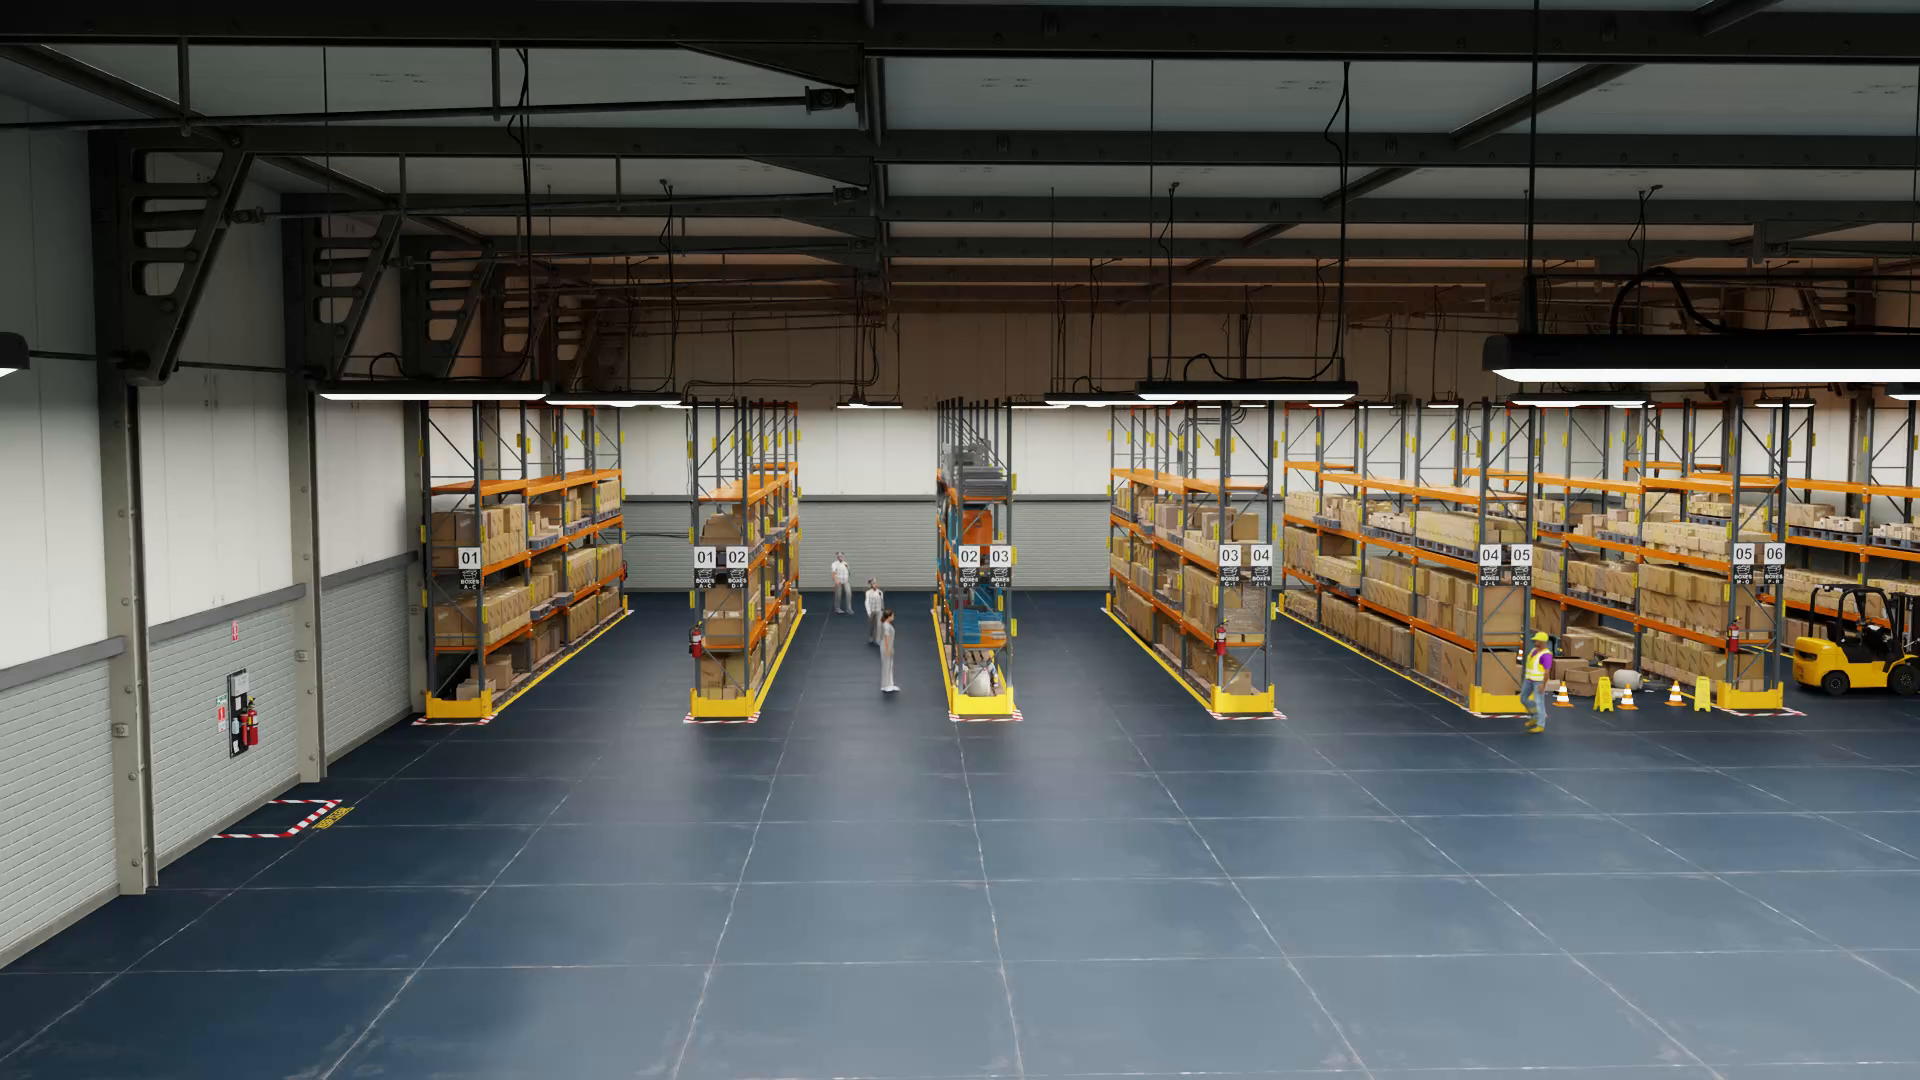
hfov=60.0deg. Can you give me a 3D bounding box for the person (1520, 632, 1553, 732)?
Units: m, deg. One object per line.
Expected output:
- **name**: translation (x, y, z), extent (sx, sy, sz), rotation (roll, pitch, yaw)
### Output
- **person**: translation (10.317, 2.537, 29.834), extent (0.471, 1.788, 0.666), rotation (-2, 5, -28)

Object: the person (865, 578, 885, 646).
- **person**: translation (-2.084, 1.753, 40.719), extent (0.498, 1.633, 0.881), rotation (-1, 4, -7)

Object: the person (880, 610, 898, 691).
- **person**: translation (-1.460, 2.258, 34.062), extent (0.368, 1.682, 0.477), rotation (0, 4, 1)

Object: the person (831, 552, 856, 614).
- **person**: translation (-3.339, 1.203, 47.046), extent (0.591, 1.748, 0.808), rotation (-2, 5, -25)
